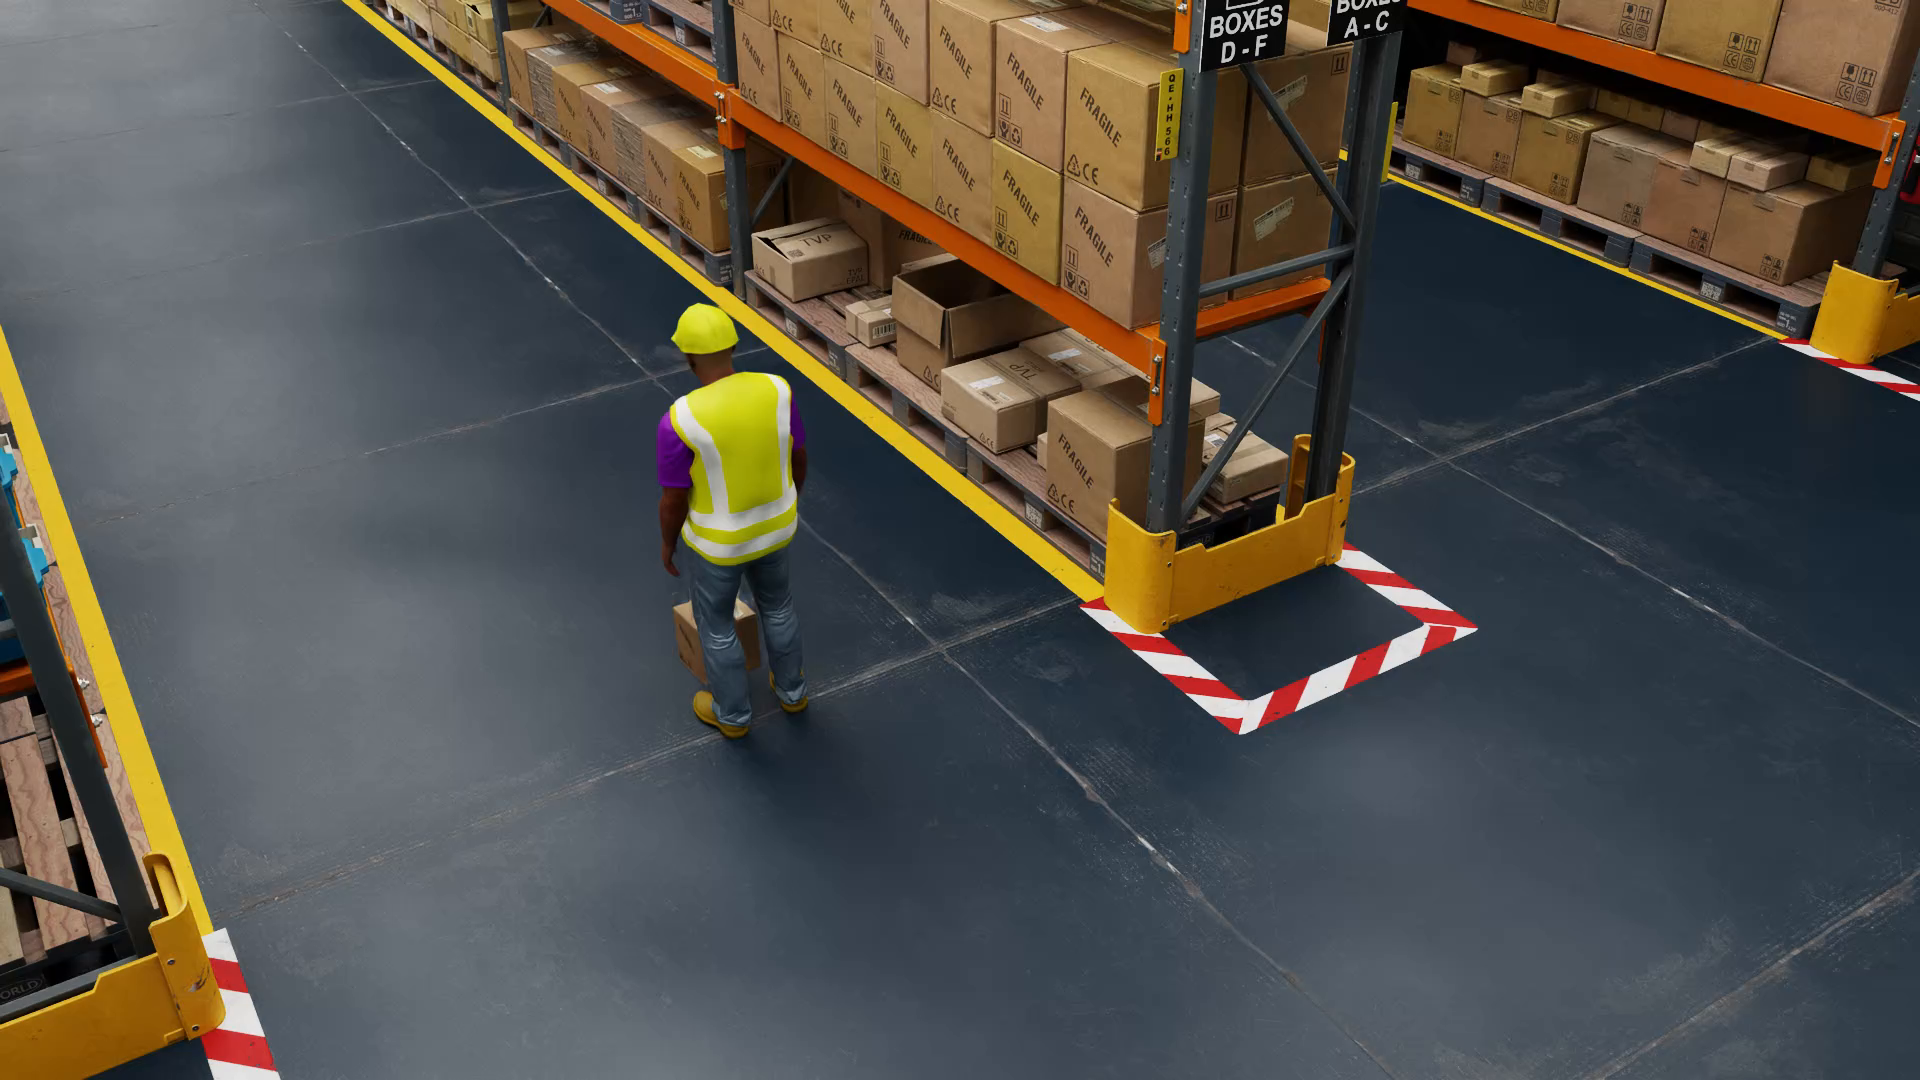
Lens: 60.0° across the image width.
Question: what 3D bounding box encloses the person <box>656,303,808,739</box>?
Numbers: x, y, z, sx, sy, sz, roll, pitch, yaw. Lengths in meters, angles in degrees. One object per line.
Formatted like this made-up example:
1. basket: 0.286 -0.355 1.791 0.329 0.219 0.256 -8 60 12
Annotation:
1. person: -0.839 -0.048 6.195 0.604 1.762 0.446 -20 38 -29
